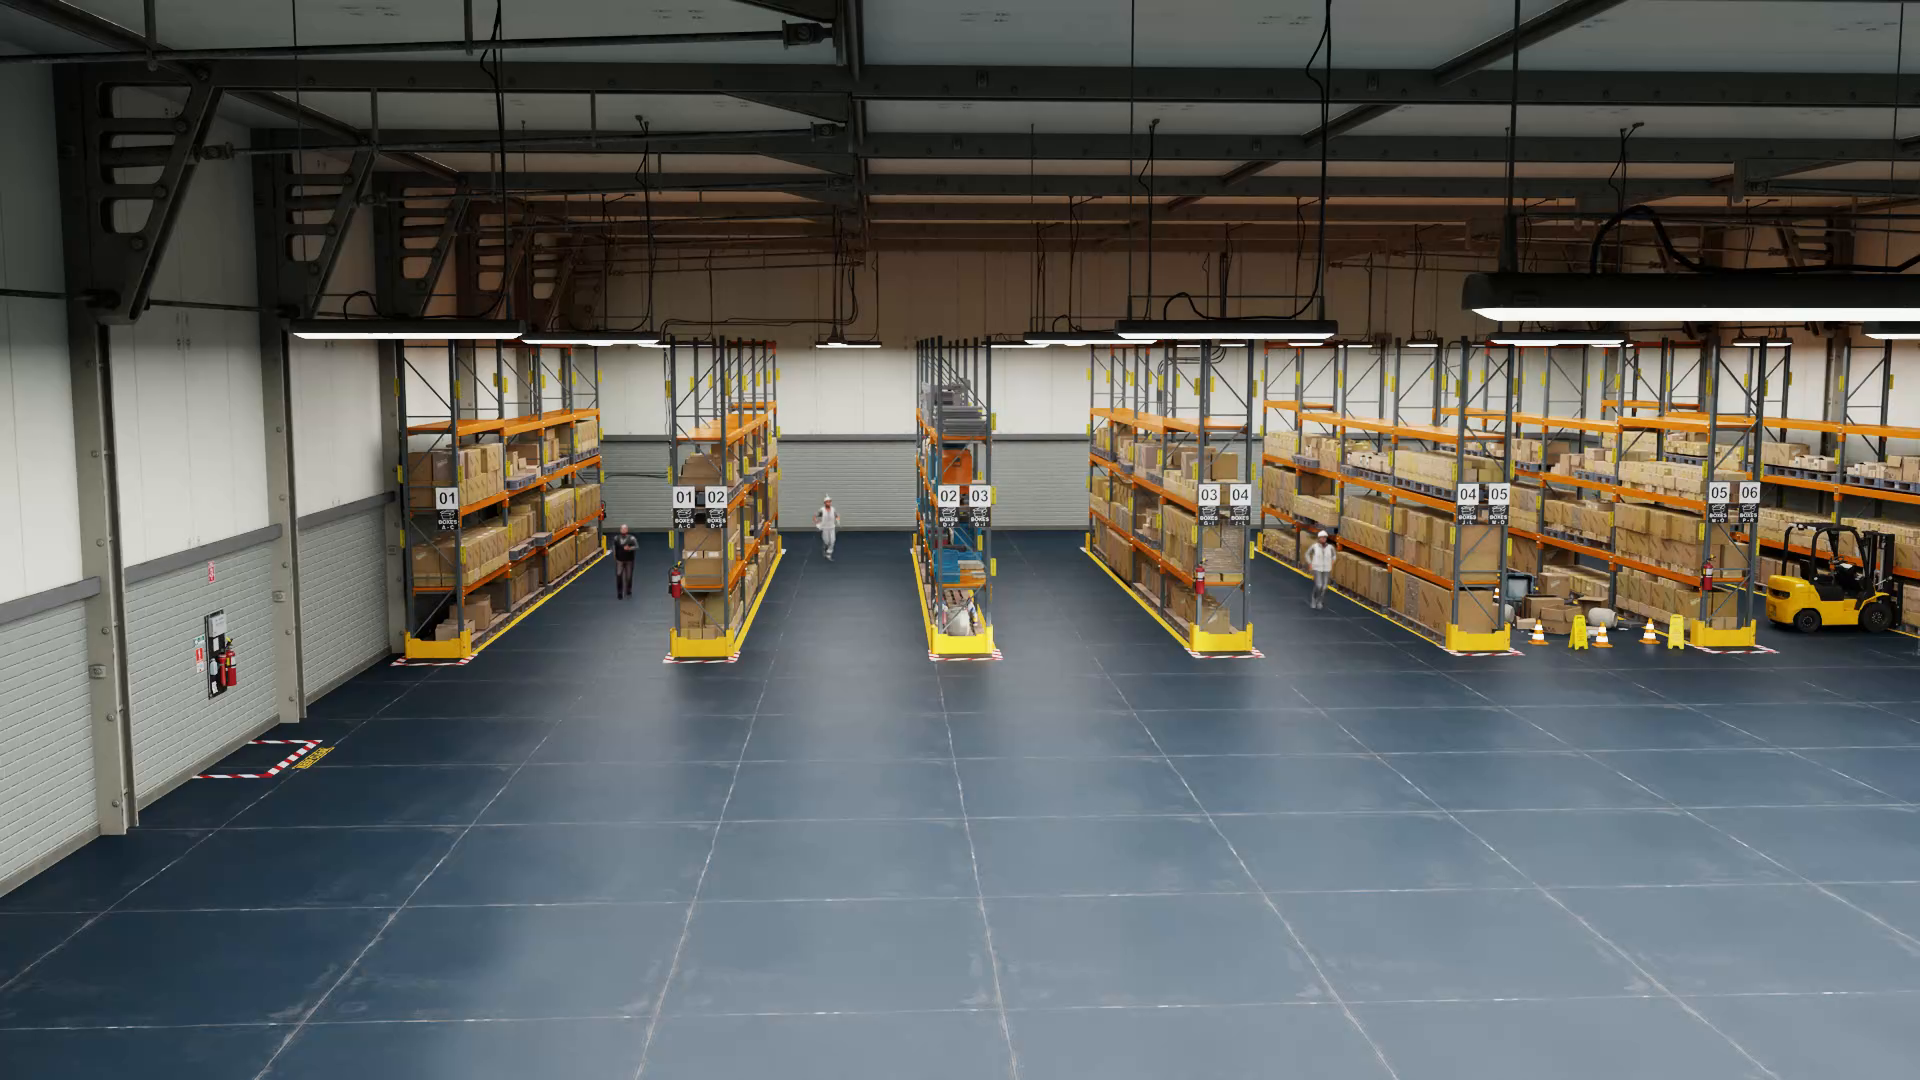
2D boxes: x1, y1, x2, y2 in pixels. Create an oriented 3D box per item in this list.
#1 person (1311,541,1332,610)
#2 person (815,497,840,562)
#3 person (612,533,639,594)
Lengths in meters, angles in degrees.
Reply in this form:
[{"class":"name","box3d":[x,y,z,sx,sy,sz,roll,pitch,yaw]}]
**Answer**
[{"class":"person","box3d":[8.008,0.774,36.892,0.450,1.537,0.469,-1,7,-5]},{"class":"person","box3d":[-3.581,-0.281,45.351,0.667,1.759,0.611,-3,7,-22]},{"class":"person","box3d":[-7.731,0.524,38.480,0.635,1.391,0.795,-1,7,-6]}]
